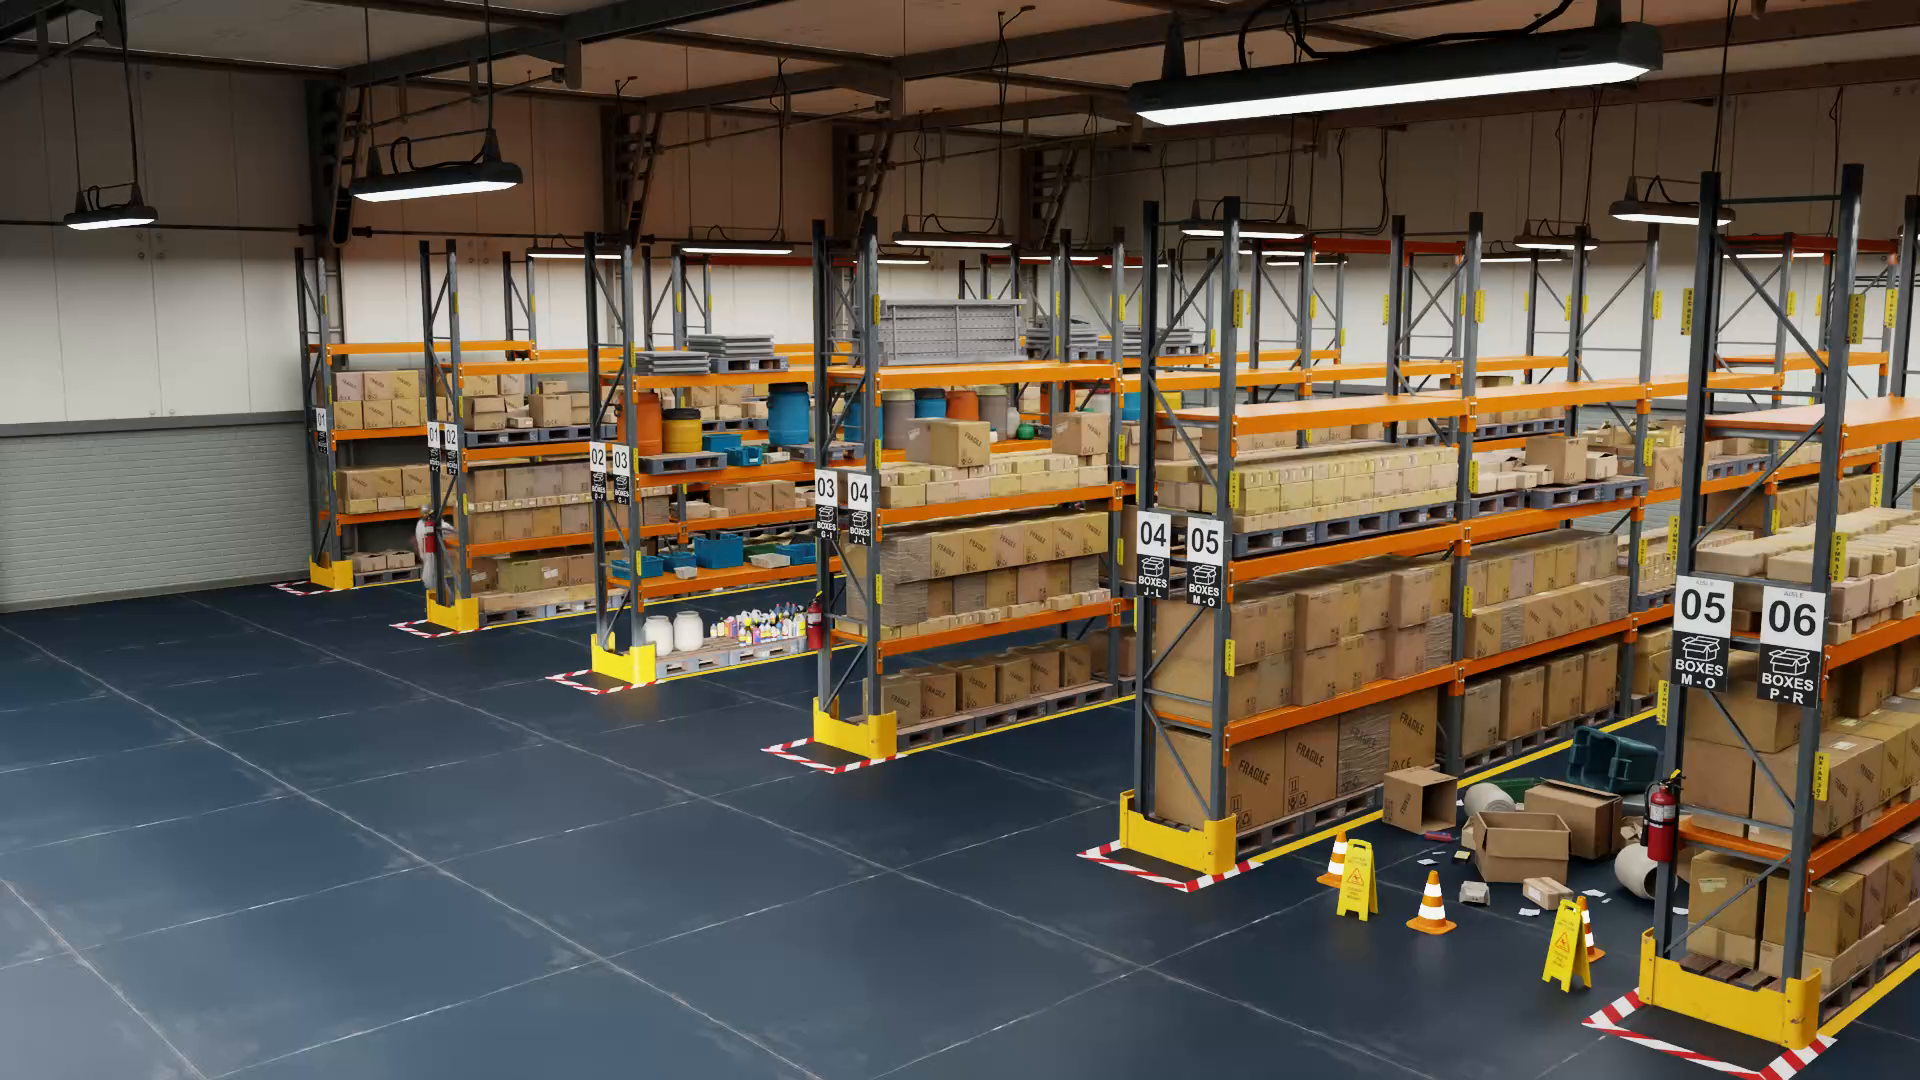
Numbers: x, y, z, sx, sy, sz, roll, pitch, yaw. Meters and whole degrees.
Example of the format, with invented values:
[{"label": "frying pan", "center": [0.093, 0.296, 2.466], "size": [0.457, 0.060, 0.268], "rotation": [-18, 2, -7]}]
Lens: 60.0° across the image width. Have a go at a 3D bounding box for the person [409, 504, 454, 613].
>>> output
[{"label": "person", "center": [-8.723, 0.284, 27.523], "size": [0.676, 1.822, 0.831], "rotation": [5, 10, 31]}]
